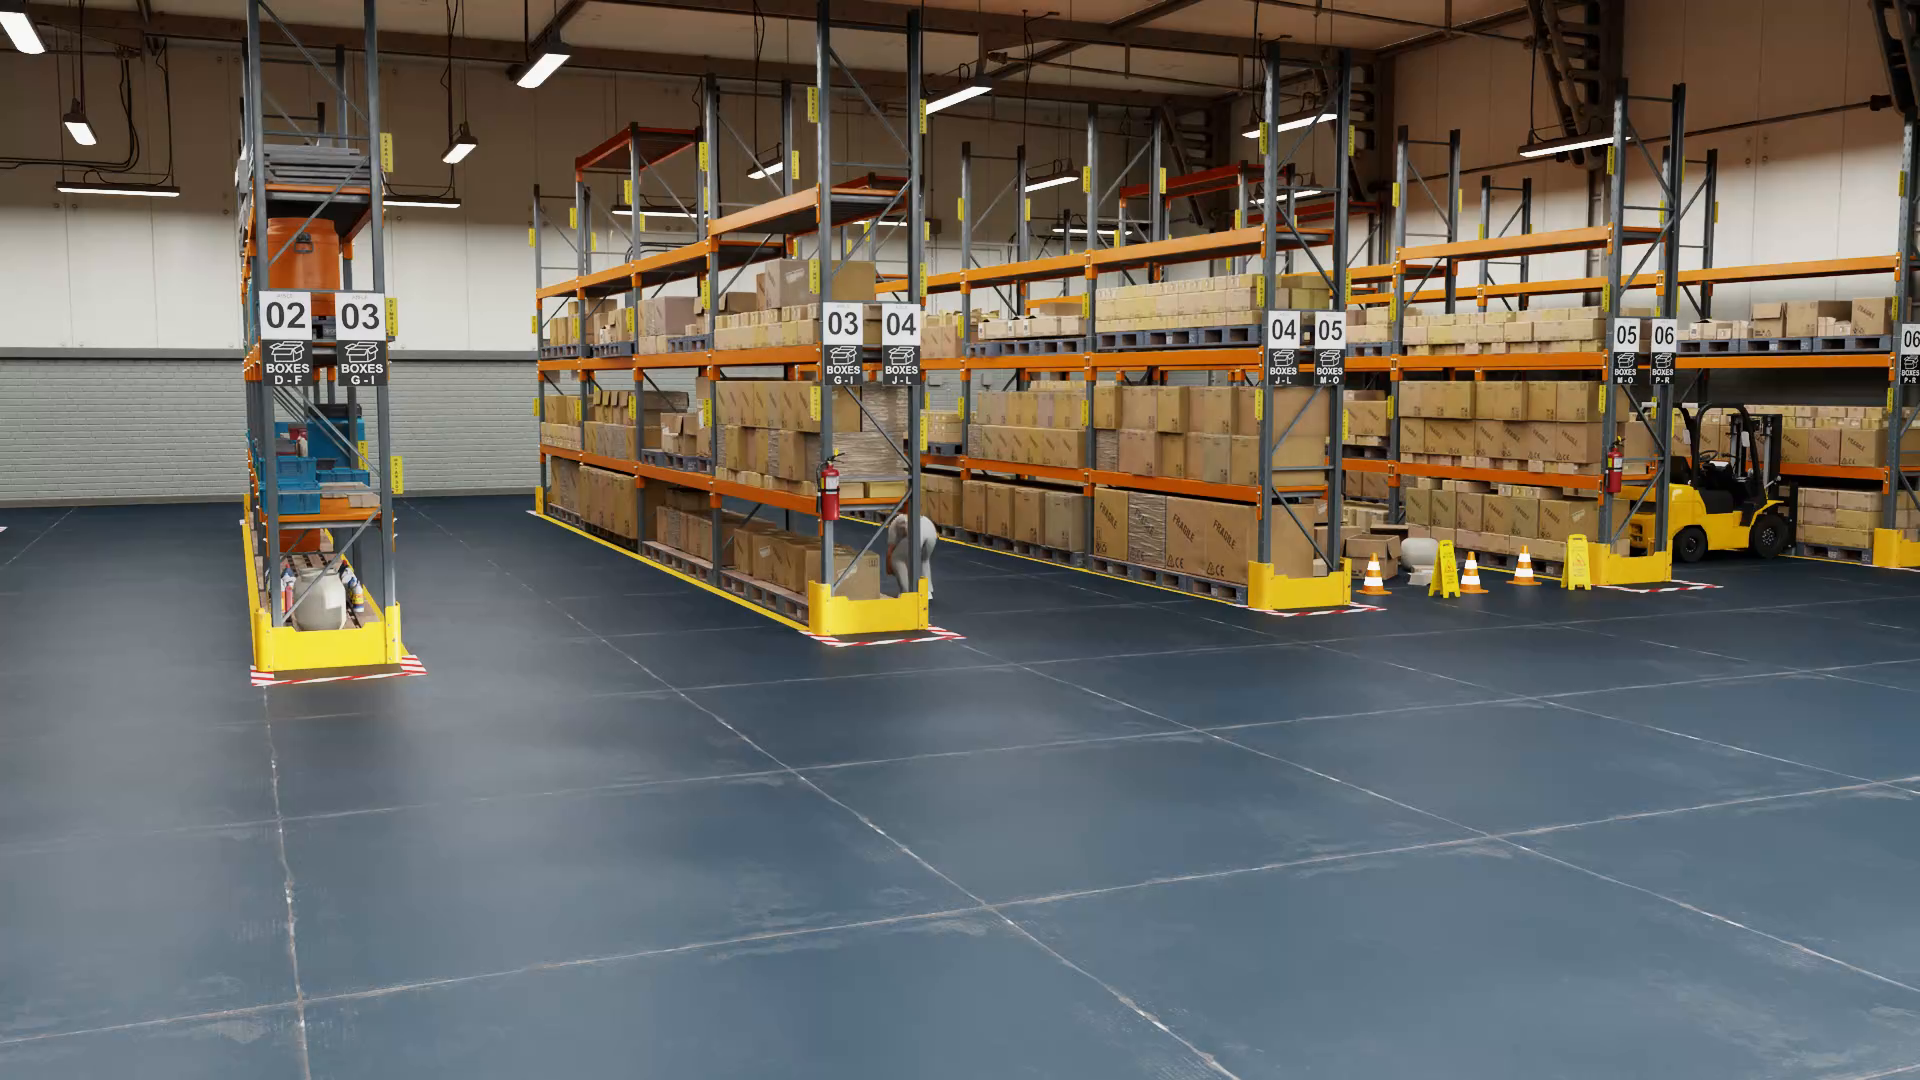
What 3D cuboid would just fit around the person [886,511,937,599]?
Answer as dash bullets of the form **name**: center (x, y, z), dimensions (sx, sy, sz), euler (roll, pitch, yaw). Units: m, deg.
- **person**: center (-0.574, 0.152, 18.871), dimensions (0.471, 1.009, 0.867), euler (-3, 6, -28)
